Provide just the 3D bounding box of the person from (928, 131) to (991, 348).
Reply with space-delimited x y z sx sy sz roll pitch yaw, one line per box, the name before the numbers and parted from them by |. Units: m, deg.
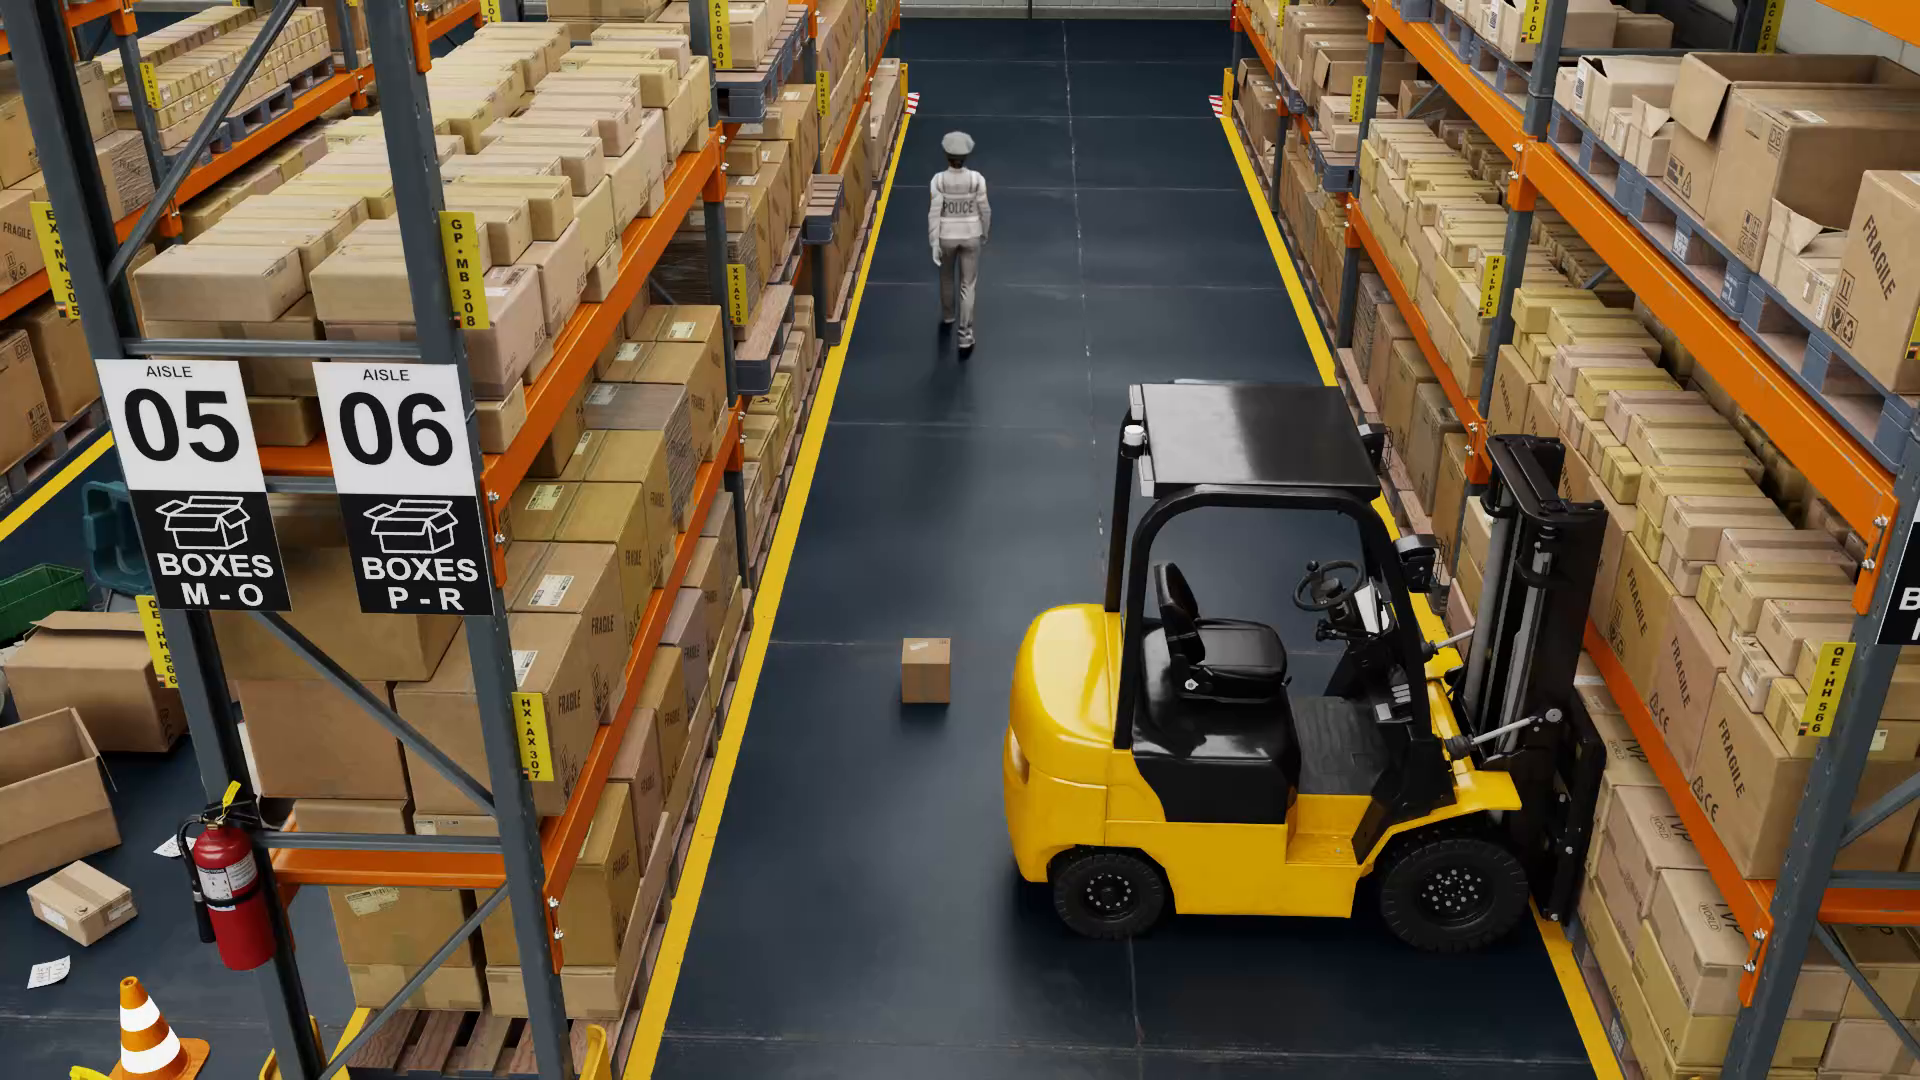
person | 0.000 -2.404 13.068 0.485 1.635 0.970 1 28 3
